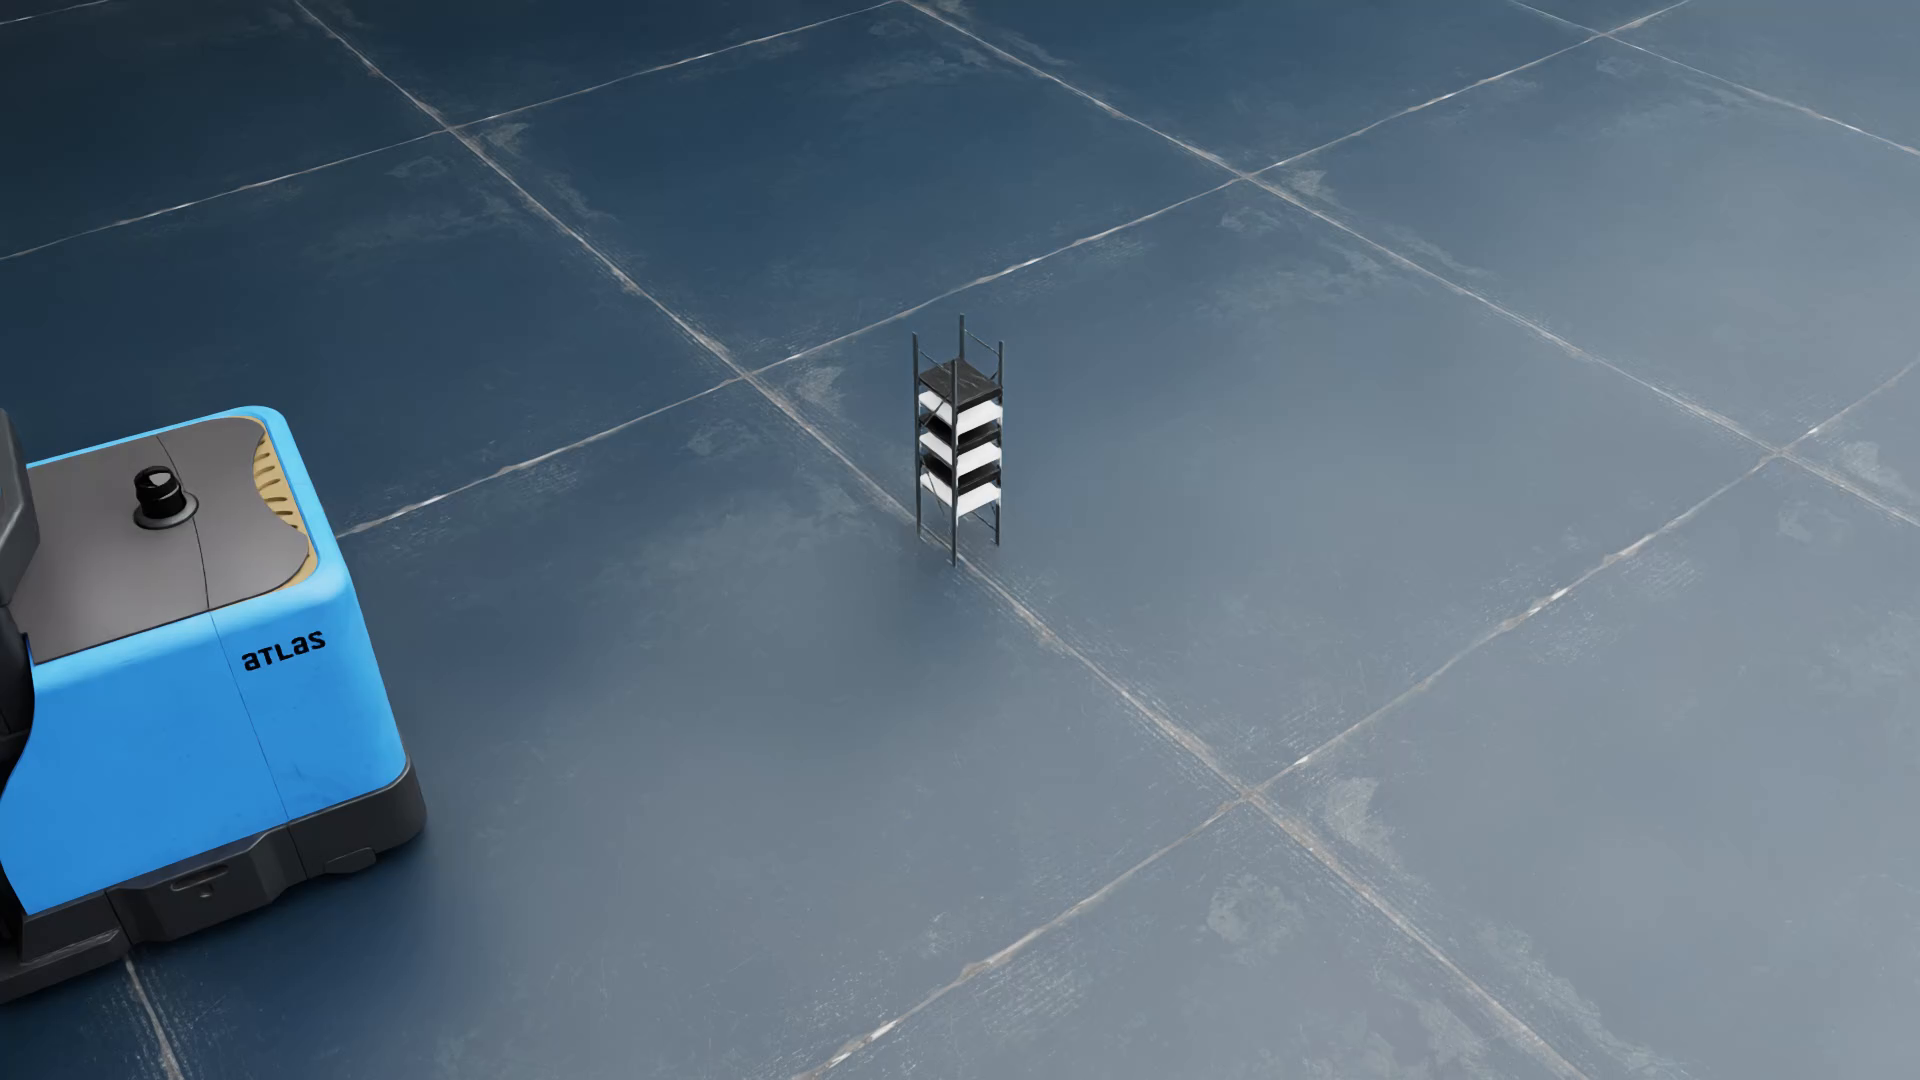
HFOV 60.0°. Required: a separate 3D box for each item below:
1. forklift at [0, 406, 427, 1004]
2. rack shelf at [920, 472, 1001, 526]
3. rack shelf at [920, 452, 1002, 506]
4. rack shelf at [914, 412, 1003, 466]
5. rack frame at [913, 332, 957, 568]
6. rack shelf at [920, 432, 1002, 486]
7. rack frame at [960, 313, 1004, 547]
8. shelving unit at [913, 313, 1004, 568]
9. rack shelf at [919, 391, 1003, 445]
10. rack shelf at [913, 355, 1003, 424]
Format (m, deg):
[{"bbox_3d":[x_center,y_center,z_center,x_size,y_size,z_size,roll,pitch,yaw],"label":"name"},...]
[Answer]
[{"bbox_3d":[-3.174,-0.016,3.958,3.031,2.935,1.130,-19,43,-22],"label":"forklift"},{"bbox_3d":[-0.006,-0.180,6.096,0.200,0.077,0.258,-26,46,-28],"label":"rack shelf"},{"bbox_3d":[-0.006,-0.249,6.039,0.200,0.077,0.258,-26,46,-28],"label":"rack shelf"},{"bbox_3d":[-0.006,-0.389,5.925,0.200,0.077,0.258,-26,46,-28],"label":"rack shelf"},{"bbox_3d":[-0.087,-0.305,5.913,0.006,0.900,0.240,-26,46,-28],"label":"rack frame"},{"bbox_3d":[-0.006,-0.319,5.982,0.200,0.077,0.258,-26,46,-28],"label":"rack shelf"},{"bbox_3d":[0.074,-0.384,6.009,0.006,0.900,0.240,-26,46,-28],"label":"rack frame"},{"bbox_3d":[-0.006,-0.345,5.961,0.210,0.900,0.258,-26,46,-28],"label":"shelving unit"},{"bbox_3d":[-0.006,-0.458,5.868,0.200,0.077,0.258,-26,46,-28],"label":"rack shelf"},{"bbox_3d":[-0.006,-0.528,5.811,0.200,0.077,0.258,-26,46,-28],"label":"rack shelf"}]
